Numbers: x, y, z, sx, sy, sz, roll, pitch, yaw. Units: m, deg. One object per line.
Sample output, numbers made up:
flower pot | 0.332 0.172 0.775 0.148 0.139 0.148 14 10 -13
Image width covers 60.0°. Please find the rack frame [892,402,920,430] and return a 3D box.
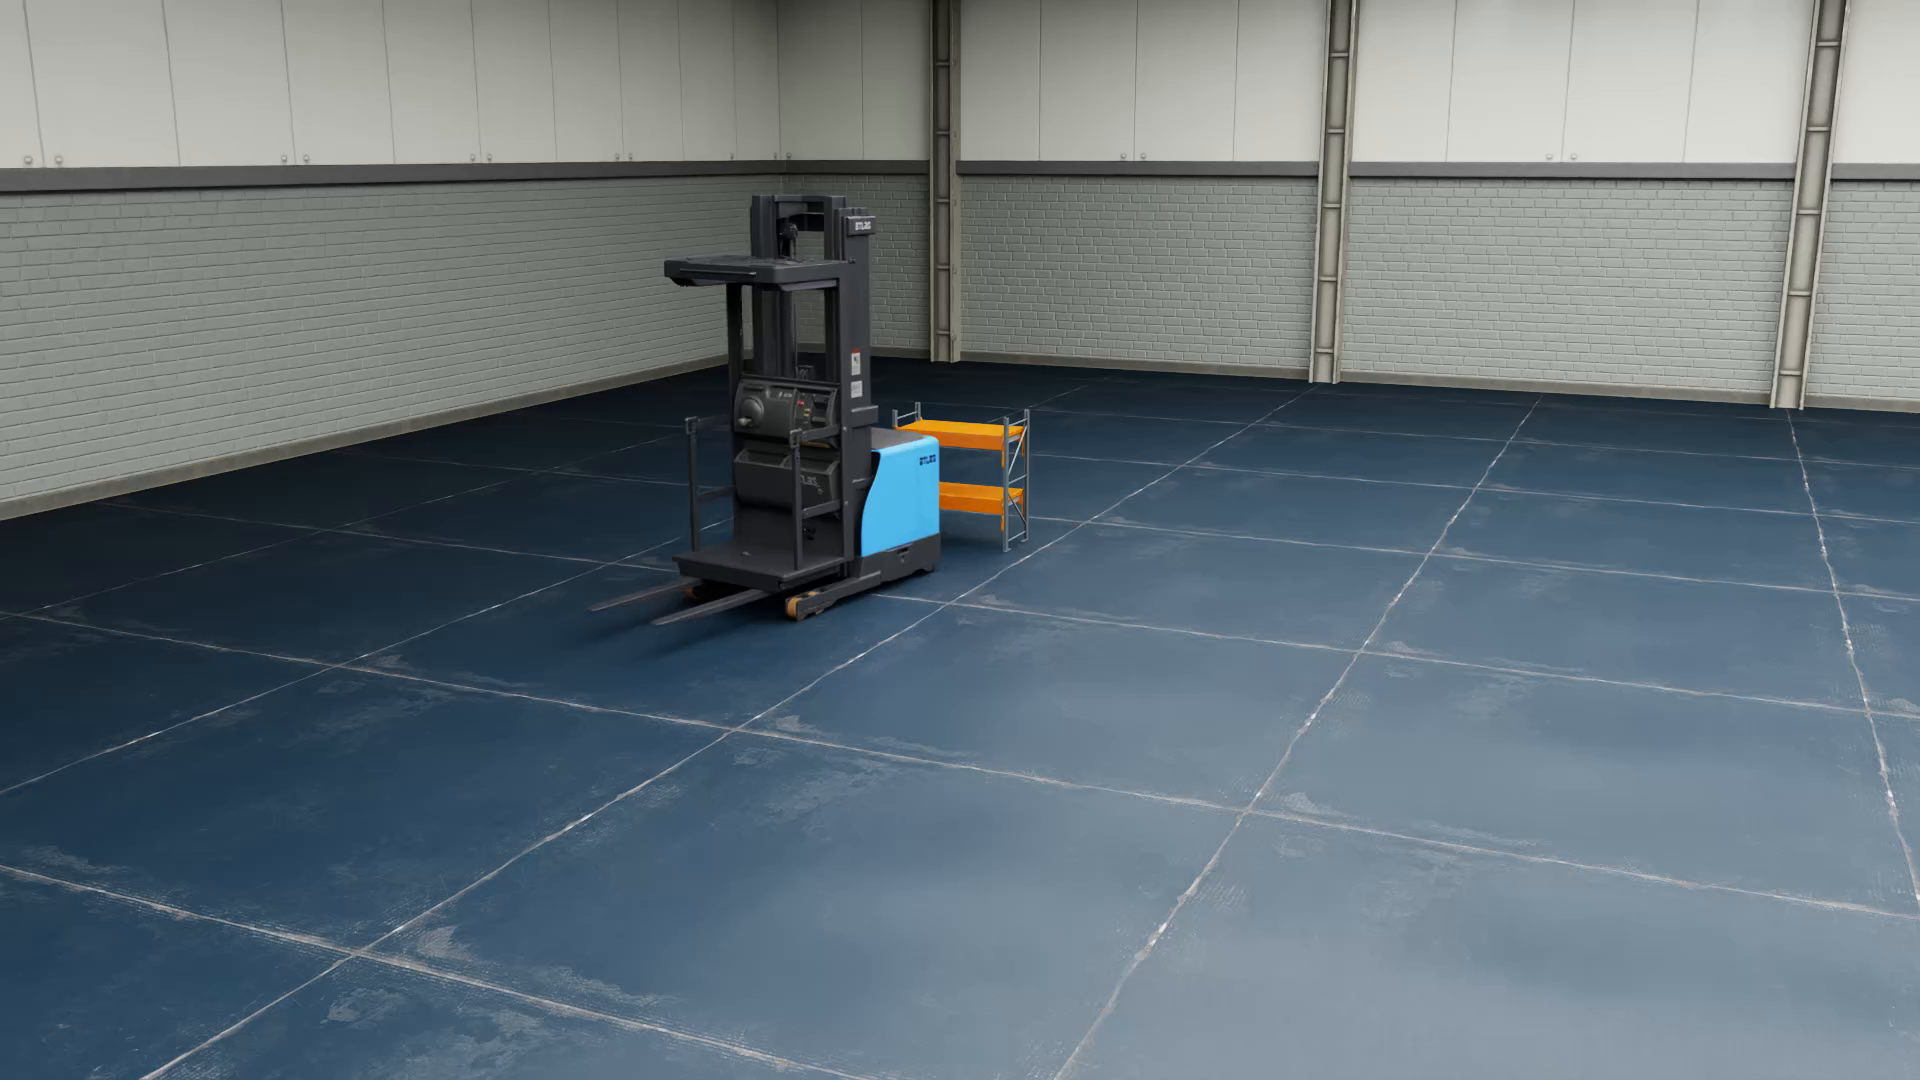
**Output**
rack frame | -0.459 -0.594 14.324 0.032 1.125 0.500 6 14 23

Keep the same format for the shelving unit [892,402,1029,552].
shelving unit | 0.006 -0.547 14.124 1.048 1.125 0.538 6 14 23

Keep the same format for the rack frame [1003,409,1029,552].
rack frame | 0.471 -0.500 13.923 0.032 1.125 0.500 6 14 23

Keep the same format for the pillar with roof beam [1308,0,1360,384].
pillar with roof beam | 3.514 -5.767 19.132 0.400 9.000 9.100 6 14 23

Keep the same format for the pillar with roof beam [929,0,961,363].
pillar with roof beam | -1.971 -6.322 21.498 0.400 9.000 9.100 6 14 23

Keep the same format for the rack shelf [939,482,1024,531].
rack shelf | 0.006 -0.309 14.180 1.000 0.278 0.538 6 14 23

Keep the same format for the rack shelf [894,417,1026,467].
rack shelf | 0.006 -0.832 14.057 1.000 0.278 0.538 6 14 23

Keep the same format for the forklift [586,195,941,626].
forklift | -1.402 -0.980 12.017 1.130 2.935 3.031 9 16 34

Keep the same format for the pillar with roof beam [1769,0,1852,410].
pillar with roof beam | 9.000 -5.212 16.766 0.400 9.000 9.100 6 14 23
